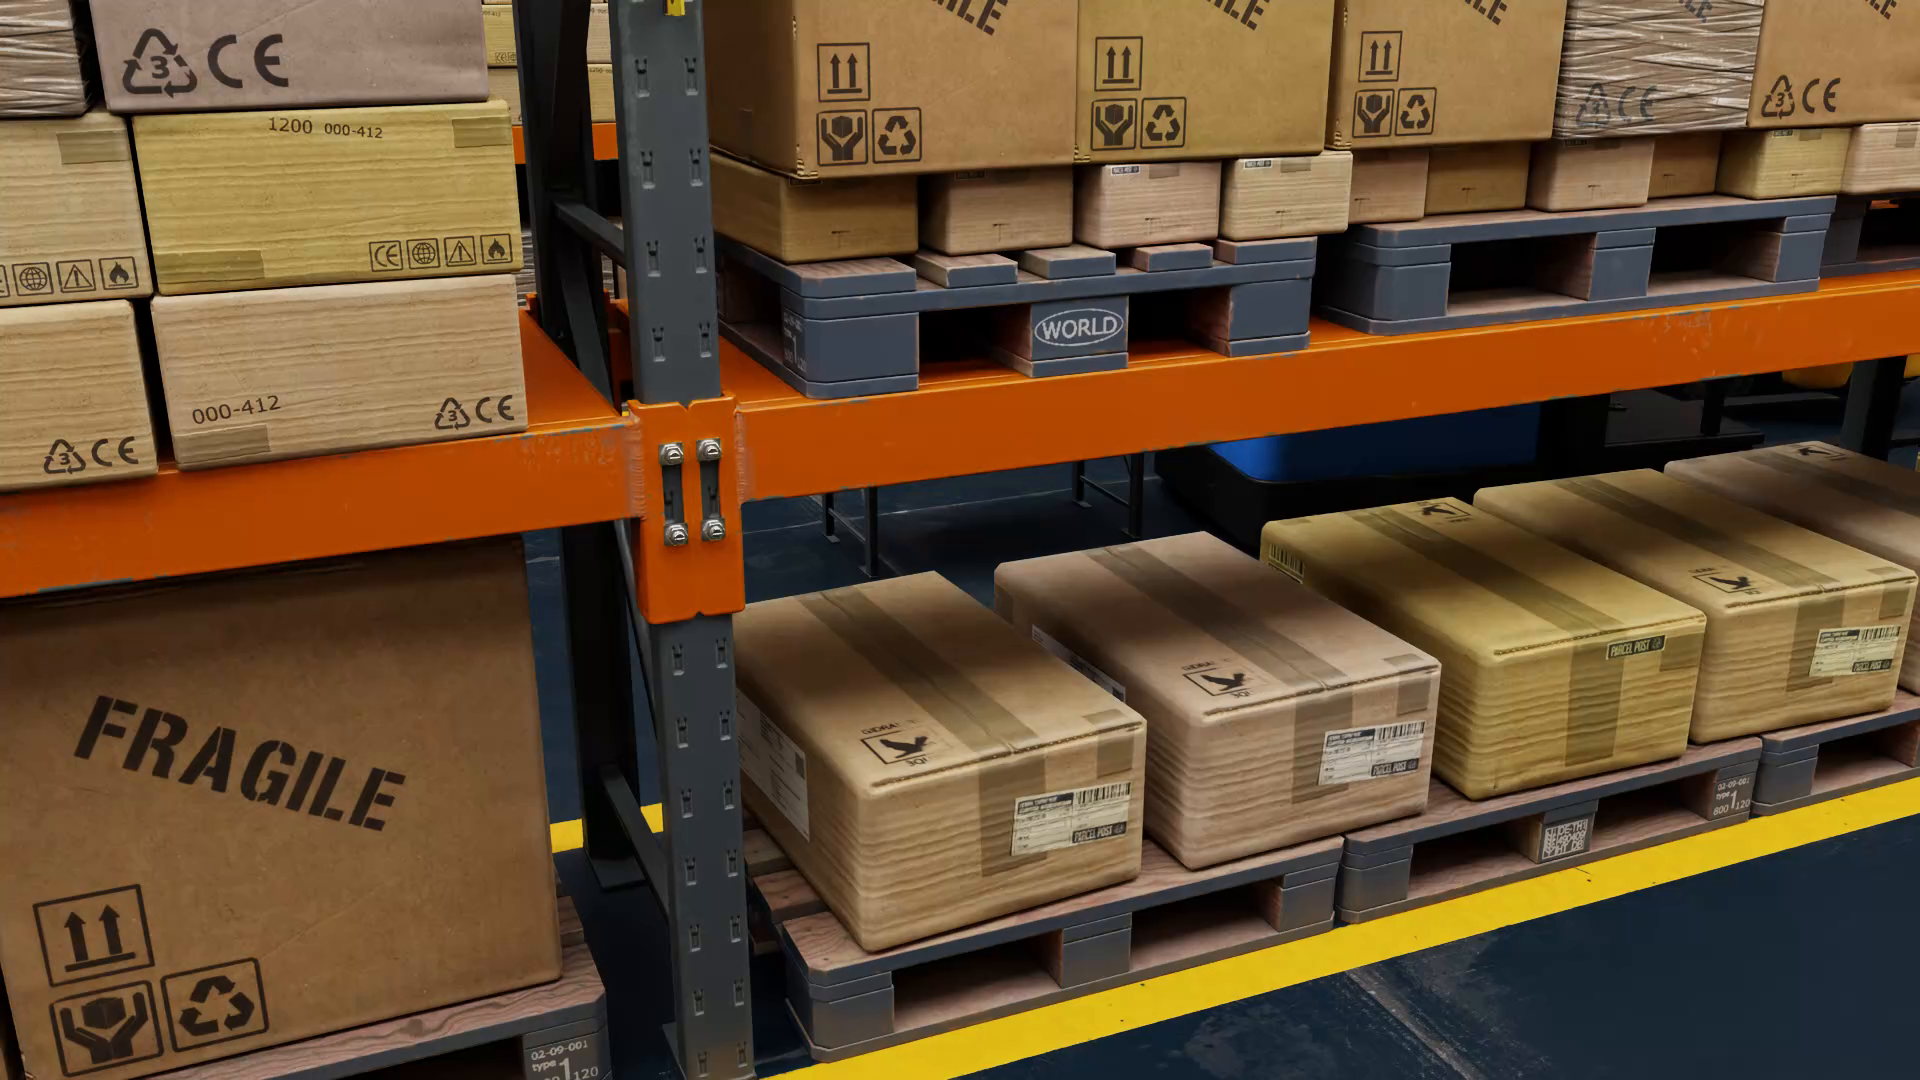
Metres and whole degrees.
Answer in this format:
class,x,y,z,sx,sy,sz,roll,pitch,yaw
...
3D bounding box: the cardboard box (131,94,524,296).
class,x,y,z,sx,sy,sz,roll,pitch,yaw
cardboard box,-0.983,-0.564,2.580,0.500,0.250,0.500,-8,21,-22

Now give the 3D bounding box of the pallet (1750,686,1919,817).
class,x,y,z,sx,sy,sz,roll,pitch,yaw
pallet,2.320,0.352,4.705,1.213,0.211,1.003,-8,21,-22

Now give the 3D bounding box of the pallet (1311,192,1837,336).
class,x,y,z,sx,sy,sz,roll,pitch,yaw
pallet,1.163,-0.722,3.846,1.213,0.211,1.003,-8,21,-22

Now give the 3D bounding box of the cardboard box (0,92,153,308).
class,x,y,z,sx,sy,sz,roll,pitch,yaw
cardboard box,-1.452,-0.495,2.385,0.500,0.250,0.500,-9,21,-23

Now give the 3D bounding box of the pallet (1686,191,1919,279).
class,x,y,z,sx,sy,sz,roll,pitch,yaw
pallet,2.275,-0.920,4.406,1.213,0.211,1.003,-8,21,-22

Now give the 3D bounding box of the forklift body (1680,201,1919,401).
class,x,y,z,sx,sy,sz,roll,pitch,yaw
forklift body,3.719,-1.899,8.178,1.214,2.155,2.313,-8,21,-22

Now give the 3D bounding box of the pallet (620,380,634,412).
class,x,y,z,sx,sy,sz,roll,pitch,yaw
pallet,-1.837,-0.834,8.074,1.213,0.211,1.003,-8,21,-22

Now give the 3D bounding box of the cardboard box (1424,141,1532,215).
class,x,y,z,sx,sy,sz,roll,pitch,yaw
cardboard box,0.971,-0.789,3.492,0.250,0.149,0.380,-7,21,-20

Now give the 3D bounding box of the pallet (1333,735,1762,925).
class,x,y,z,sx,sy,sz,roll,pitch,yaw
pallet,1.198,0.514,4.245,1.213,0.211,1.003,-8,21,-22

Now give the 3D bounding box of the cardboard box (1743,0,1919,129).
class,x,y,z,sx,sy,sz,roll,pitch,yaw
cardboard box,1.770,-1.189,3.653,0.500,0.500,0.500,-7,21,-20

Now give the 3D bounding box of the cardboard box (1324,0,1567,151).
class,x,y,z,sx,sy,sz,roll,pitch,yaw
cardboard box,0.827,-1.057,3.276,0.500,0.500,0.500,-8,21,-21

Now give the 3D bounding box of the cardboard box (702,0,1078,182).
class,x,y,z,sx,sy,sz,roll,pitch,yaw
cardboard box,-0.134,-0.914,2.871,0.500,0.500,0.500,-9,21,-23

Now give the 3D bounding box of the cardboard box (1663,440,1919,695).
class,x,y,z,sx,sy,sz,roll,pitch,yaw
cardboard box,2.554,0.045,4.702,0.625,0.372,0.950,-8,21,-21

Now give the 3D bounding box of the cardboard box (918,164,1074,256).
class,x,y,z,sx,sy,sz,roll,pitch,yaw
cardboard box,0.006,-0.633,3.048,0.250,0.149,0.380,-10,22,-25

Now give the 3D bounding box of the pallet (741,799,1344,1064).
class,x,y,z,sx,sy,sz,roll,pitch,yaw
pallet,0.080,0.673,3.793,1.213,0.211,1.003,-8,21,-22

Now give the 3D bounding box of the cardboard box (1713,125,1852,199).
class,x,y,z,sx,sy,sz,roll,pitch,yaw
cardboard box,1.729,-0.864,3.706,0.250,0.149,0.380,-8,21,-22

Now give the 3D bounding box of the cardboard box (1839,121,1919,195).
class,x,y,z,sx,sy,sz,roll,pitch,yaw
cardboard box,1.967,-0.885,3.765,0.250,0.149,0.380,-8,21,-21

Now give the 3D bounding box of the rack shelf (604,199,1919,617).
class,x,y,z,sx,sy,sz,roll,pitch,yaw
rack shelf,1.198,-0.464,3.906,4.000,0.370,1.077,-8,21,-22

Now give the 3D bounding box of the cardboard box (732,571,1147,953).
class,x,y,z,sx,sy,sz,roll,pitch,yaw
cardboard box,-0.116,0.430,3.608,0.625,0.372,0.950,-10,22,-26

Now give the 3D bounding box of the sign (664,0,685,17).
class,x,y,z,sx,sy,sz,roll,pitch,yaw
sign,-0.416,-0.917,2.367,0.005,0.325,0.100,-8,21,-22

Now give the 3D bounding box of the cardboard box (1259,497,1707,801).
class,x,y,z,sx,sy,sz,roll,pitch,yaw
cardboard box,1.257,0.233,4.169,0.625,0.372,0.950,-7,21,-20

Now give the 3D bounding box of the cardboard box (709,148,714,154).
class,x,y,z,sx,sy,sz,roll,pitch,yaw
cardboard box,-0.431,-0.734,3.337,0.250,0.149,0.380,-7,21,-20

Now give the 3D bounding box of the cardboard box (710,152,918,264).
class,x,y,z,sx,sy,sz,roll,pitch,yaw
cardboard box,-0.266,-0.606,2.972,0.250,0.149,0.380,-9,22,-25

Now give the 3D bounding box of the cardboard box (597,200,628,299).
class,x,y,z,sx,sy,sz,roll,pitch,yaw
cardboard box,-1.433,-1.297,8.134,0.625,0.625,0.875,-7,21,-20

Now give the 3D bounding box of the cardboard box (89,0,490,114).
class,x,y,z,sx,sy,sz,roll,pitch,yaw
cardboard box,-1.010,-0.911,2.437,0.500,0.500,0.500,-9,21,-23

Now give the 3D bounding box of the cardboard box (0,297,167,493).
class,x,y,z,sx,sy,sz,roll,pitch,yaw
cardboard box,-1.463,-0.252,2.446,0.500,0.250,0.500,-8,21,-21

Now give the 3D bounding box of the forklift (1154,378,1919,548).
class,x,y,z,sx,sy,sz,roll,pitch,yaw
forklift,2.341,-1.566,6.057,3.031,2.935,1.130,-5,20,-13

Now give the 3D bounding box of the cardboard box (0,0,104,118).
class,x,y,z,sx,sy,sz,roll,pitch,yaw
cardboard box,-1.477,-0.841,2.238,0.500,0.500,0.500,-8,21,-21

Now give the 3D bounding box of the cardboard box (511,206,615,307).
class,x,y,z,sx,sy,sz,roll,pitch,yaw
cardboard box,-2.030,-1.209,7.883,0.625,0.625,0.875,-7,21,-20

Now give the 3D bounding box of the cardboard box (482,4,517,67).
class,x,y,z,sx,sy,sz,roll,pitch,yaw
cardboard box,-2.094,-2.194,7.211,0.500,0.250,0.500,-8,21,-22

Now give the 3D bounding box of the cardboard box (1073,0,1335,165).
class,x,y,z,sx,sy,sz,roll,pitch,yaw
cardboard box,0.342,-0.985,3.072,0.500,0.500,0.500,-7,21,-19

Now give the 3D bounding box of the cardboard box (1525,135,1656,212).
class,x,y,z,sx,sy,sz,roll,pitch,yaw
cardboard box,1.237,-0.803,3.533,0.250,0.149,0.380,-7,21,-20

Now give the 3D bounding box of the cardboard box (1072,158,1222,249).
class,x,y,z,sx,sy,sz,roll,pitch,yaw
cardboard box,0.276,-0.655,3.110,0.250,0.149,0.380,-10,22,-25

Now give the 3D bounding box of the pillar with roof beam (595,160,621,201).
class,x,y,z,sx,sy,sz,roll,pitch,yaw
pillar with roof beam,-0.063,-4.016,3.880,0.400,9.000,9.100,-8,21,-22

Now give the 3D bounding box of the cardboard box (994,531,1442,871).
class,x,y,z,sx,sy,sz,roll,pitch,yaw
cardboard box,0.559,0.331,3.891,0.625,0.372,0.950,-9,21,-23

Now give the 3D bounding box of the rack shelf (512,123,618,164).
class,x,y,z,sx,sy,sz,roll,pitch,yaw
rack shelf,-0.772,-1.977,8.203,4.000,0.370,1.077,-8,21,-22

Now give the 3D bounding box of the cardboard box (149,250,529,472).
class,x,y,z,sx,sy,sz,roll,pitch,yaw
cardboard box,-1.000,-0.324,2.650,0.500,0.250,0.500,-9,21,-24

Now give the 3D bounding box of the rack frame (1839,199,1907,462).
class,x,y,z,sx,sy,sz,roll,pitch,yaw
rack frame,3.034,-1.066,4.534,0.127,3.000,1.000,-8,21,-22

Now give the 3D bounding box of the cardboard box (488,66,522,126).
class,x,y,z,sx,sy,sz,roll,pitch,yaw
cardboard box,-2.104,-1.966,7.316,0.500,0.250,0.500,-8,21,-22

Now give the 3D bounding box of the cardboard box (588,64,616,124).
class,x,y,z,sx,sy,sz,roll,pitch,yaw
cardboard box,-1.640,-2.031,7.499,0.500,0.250,0.500,-9,21,-23

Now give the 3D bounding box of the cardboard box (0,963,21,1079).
class,x,y,z,sx,sy,sz,roll,pitch,yaw
cardboard box,-2.126,0.446,2.807,0.875,0.875,0.875,-8,21,-21

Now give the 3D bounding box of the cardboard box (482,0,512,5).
class,x,y,z,sx,sy,sz,roll,pitch,yaw
cardboard box,-1.954,-2.394,7.177,0.250,0.149,0.380,-8,21,-21

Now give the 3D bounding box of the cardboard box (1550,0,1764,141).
class,x,y,z,sx,sy,sz,roll,pitch,yaw
cardboard box,1.289,-1.120,3.456,0.500,0.500,0.500,-9,21,-24

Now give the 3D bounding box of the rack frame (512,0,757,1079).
class,x,y,z,sx,sy,sz,roll,pitch,yaw
rack frame,-0.639,-0.540,3.039,0.127,3.000,1.000,-8,21,-22

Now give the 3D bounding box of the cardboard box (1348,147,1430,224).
class,x,y,z,sx,sy,sz,roll,pitch,yaw
cardboard box,0.727,-0.740,3.353,0.250,0.149,0.380,-7,21,-19

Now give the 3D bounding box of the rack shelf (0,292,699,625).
class,x,y,z,sx,sy,sz,roll,pitch,yaw
rack shelf,-2.475,0.062,2.411,4.000,0.370,1.077,-8,21,-22

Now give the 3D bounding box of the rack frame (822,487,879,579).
class,x,y,z,sx,sy,sz,roll,pitch,yaw
rack frame,-0.388,-0.652,5.615,0.032,1.500,0.500,-8,21,-22

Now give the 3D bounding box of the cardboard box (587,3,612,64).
class,x,y,z,sx,sy,sz,roll,pitch,yaw
cardboard box,-1.644,-2.268,7.419,0.500,0.250,0.500,-7,21,-20

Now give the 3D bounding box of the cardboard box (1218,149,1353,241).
class,x,y,z,sx,sy,sz,roll,pitch,yaw
cardboard box,0.537,-0.684,3.195,0.250,0.149,0.380,-8,21,-22

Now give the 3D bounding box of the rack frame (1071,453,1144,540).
class,x,y,z,sx,sy,sz,roll,pitch,yaw
rack frame,0.545,-0.786,5.995,0.032,1.500,0.500,-8,21,-22

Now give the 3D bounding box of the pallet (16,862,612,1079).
class,x,y,z,sx,sy,sz,roll,pitch,yaw
pallet,-1.392,0.856,3.273,1.213,0.211,1.003,-8,21,-22

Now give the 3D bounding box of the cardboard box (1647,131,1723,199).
class,x,y,z,sx,sy,sz,roll,pitch,yaw
cardboard box,1.446,-0.861,3.696,0.250,0.149,0.380,-9,21,-24

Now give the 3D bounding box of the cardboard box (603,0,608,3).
class,x,y,z,sx,sy,sz,roll,pitch,yaw
cardboard box,-1.493,-2.474,7.404,0.250,0.149,0.380,-8,21,-21

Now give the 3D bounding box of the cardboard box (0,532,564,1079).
class,x,y,z,sx,sy,sz,roll,pitch,yaw
cardboard box,-1.306,0.330,3.136,0.875,0.875,0.875,-8,21,-22

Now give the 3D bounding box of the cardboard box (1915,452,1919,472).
class,x,y,z,sx,sy,sz,roll,pitch,yaw
cardboard box,3.471,-0.127,5.374,0.500,0.250,0.500,-7,21,-19

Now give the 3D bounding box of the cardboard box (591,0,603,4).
class,x,y,z,sx,sy,sz,roll,pitch,yaw
cardboard box,-1.728,-2.436,7.295,0.250,0.149,0.380,-8,21,-20

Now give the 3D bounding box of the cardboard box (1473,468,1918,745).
class,x,y,z,sx,sy,sz,roll,pitch,yaw
cardboard box,1.895,0.141,4.431,0.625,0.372,0.950,-7,21,-19

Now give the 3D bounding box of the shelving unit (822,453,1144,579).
class,x,y,z,sx,sy,sz,roll,pitch,yaw
shelving unit,0.078,-0.719,5.805,1.048,1.500,0.538,-8,21,-22

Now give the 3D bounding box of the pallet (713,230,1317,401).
class,x,y,z,sx,sy,sz,roll,pitch,yaw
pallet,-0.026,-0.576,3.430,1.003,0.211,1.213,-8,21,-22
